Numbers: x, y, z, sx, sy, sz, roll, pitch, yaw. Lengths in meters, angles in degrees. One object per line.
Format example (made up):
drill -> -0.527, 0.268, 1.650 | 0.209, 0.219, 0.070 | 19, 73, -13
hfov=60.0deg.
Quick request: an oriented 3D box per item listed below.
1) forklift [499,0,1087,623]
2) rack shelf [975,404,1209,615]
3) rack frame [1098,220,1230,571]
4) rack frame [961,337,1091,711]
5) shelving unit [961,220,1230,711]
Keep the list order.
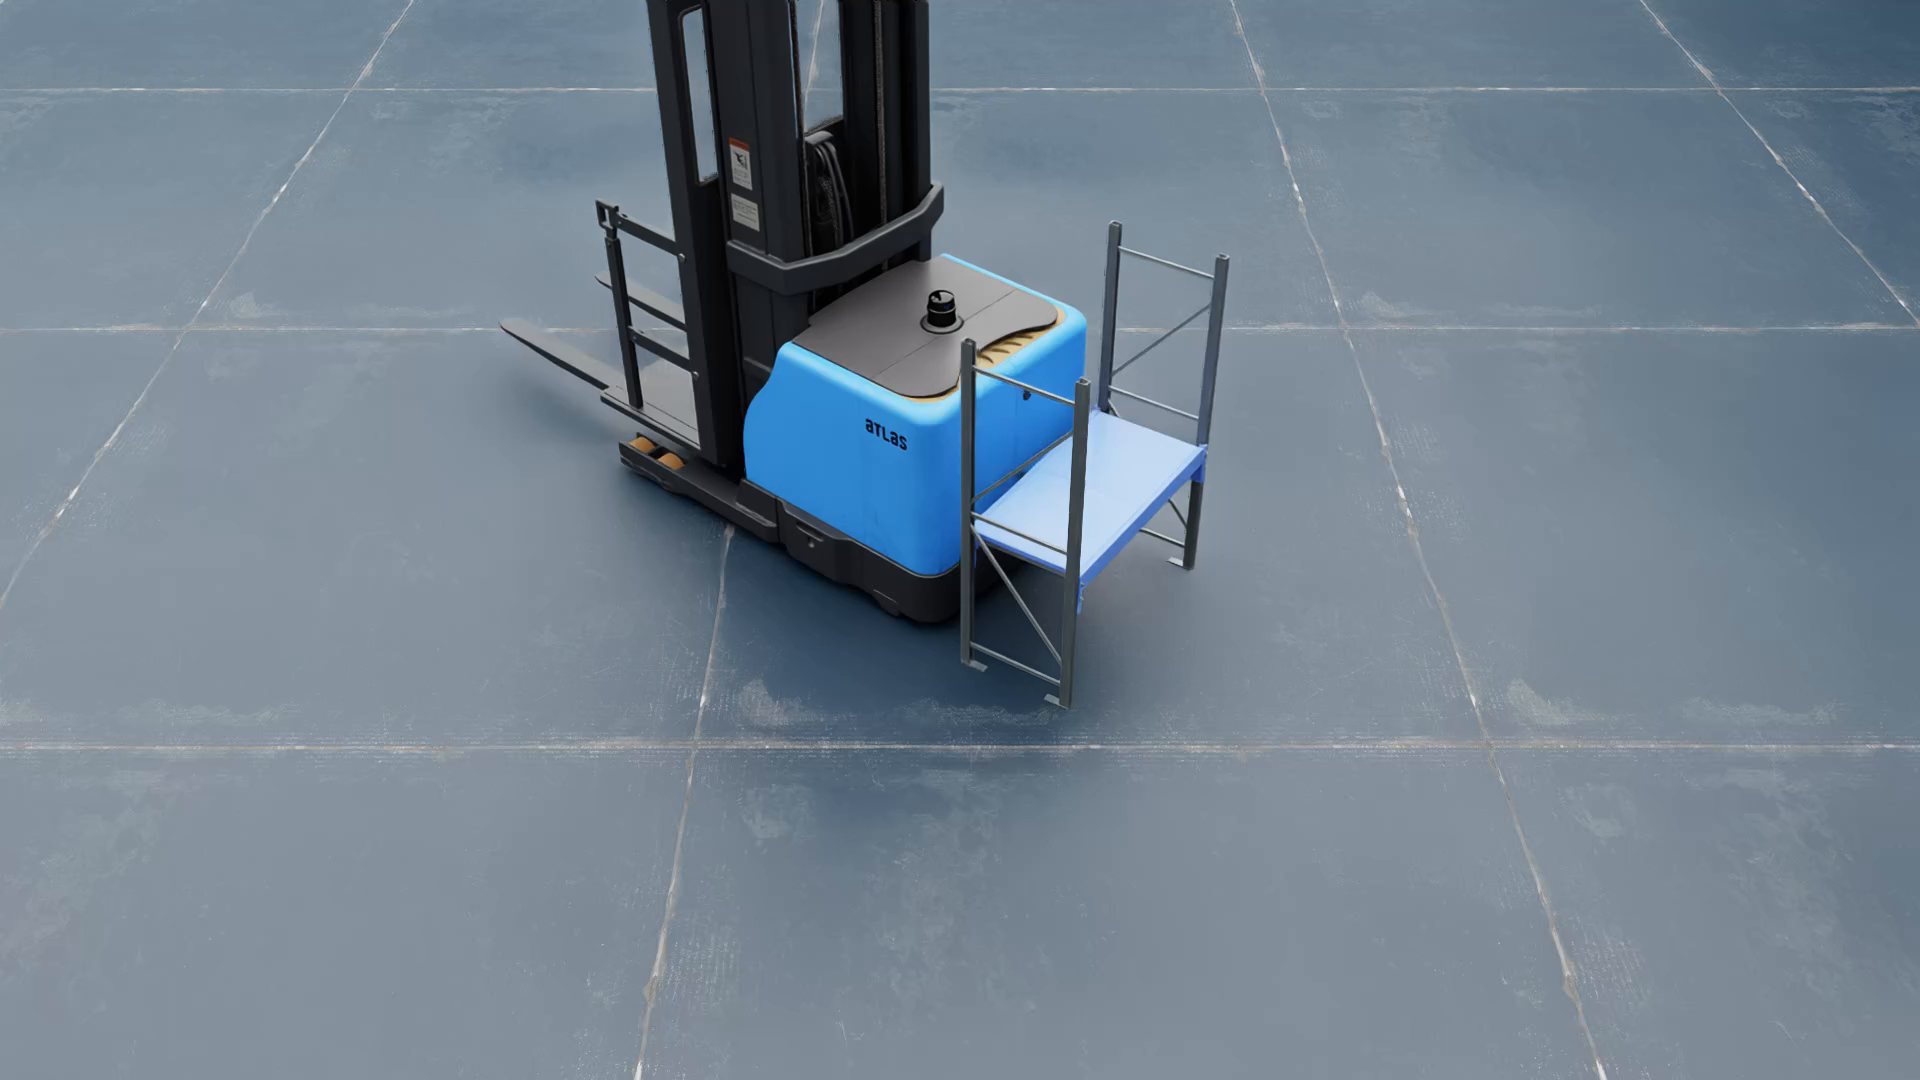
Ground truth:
forklift -> -0.920, -1.590, 6.891 | 3.031, 2.935, 1.130 | 28, 47, 31
rack shelf -> 0.502, -0.143, 6.517 | 0.538, 0.185, 1.000 | 23, 44, 26
rack frame -> 0.786, -0.547, 6.734 | 0.500, 1.500, 0.032 | 23, 44, 26
rack frame -> 0.219, -0.020, 6.075 | 0.500, 1.500, 0.032 | 23, 44, 26
shelving unit -> 0.502, -0.284, 6.404 | 0.538, 1.500, 1.048 | 23, 44, 26
